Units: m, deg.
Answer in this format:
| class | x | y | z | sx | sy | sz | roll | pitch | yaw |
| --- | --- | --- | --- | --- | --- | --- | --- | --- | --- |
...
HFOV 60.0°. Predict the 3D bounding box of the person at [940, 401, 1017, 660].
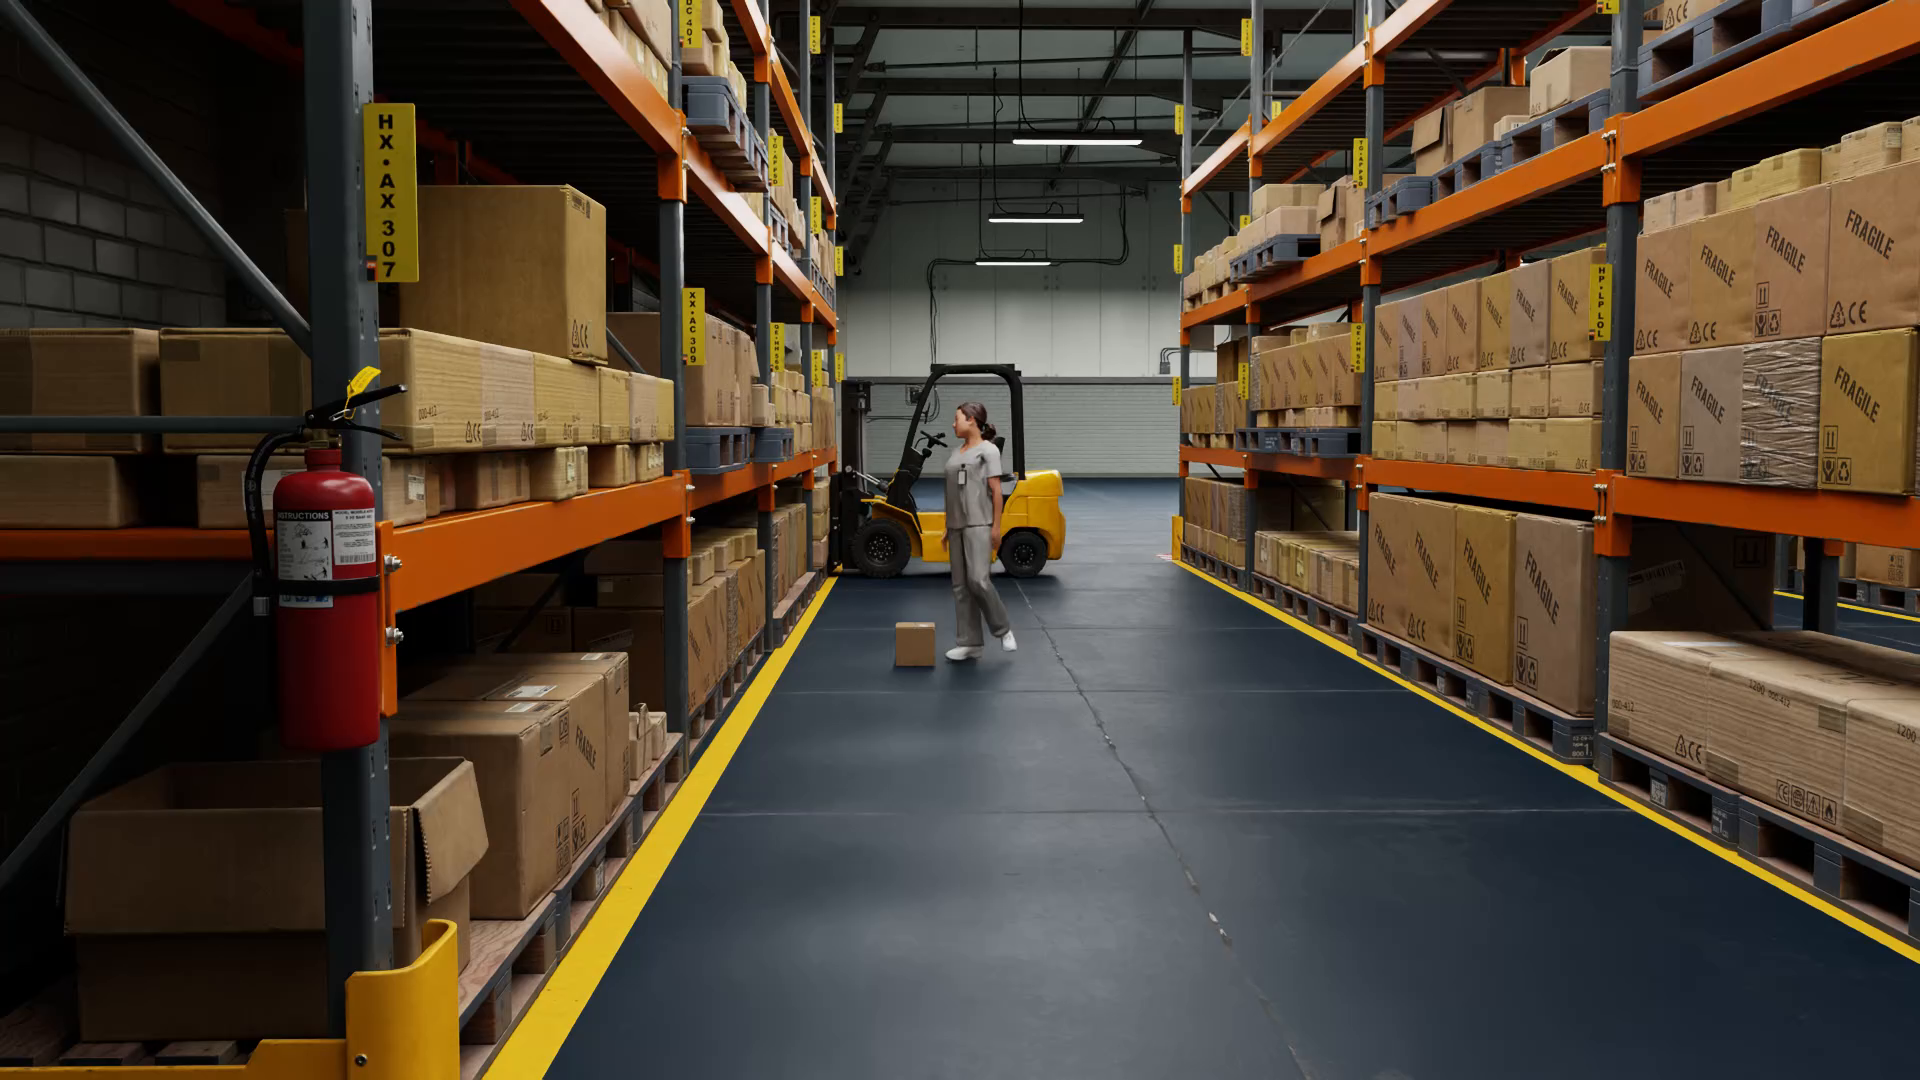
| class | x | y | z | sx | sy | sz | roll | pitch | yaw |
| --- | --- | --- | --- | --- | --- | --- | --- | --- | --- |
| person | 0.120 | -0.060 | 10.729 | 0.445 | 1.666 | 0.504 | -3 | 5 | -42 |
